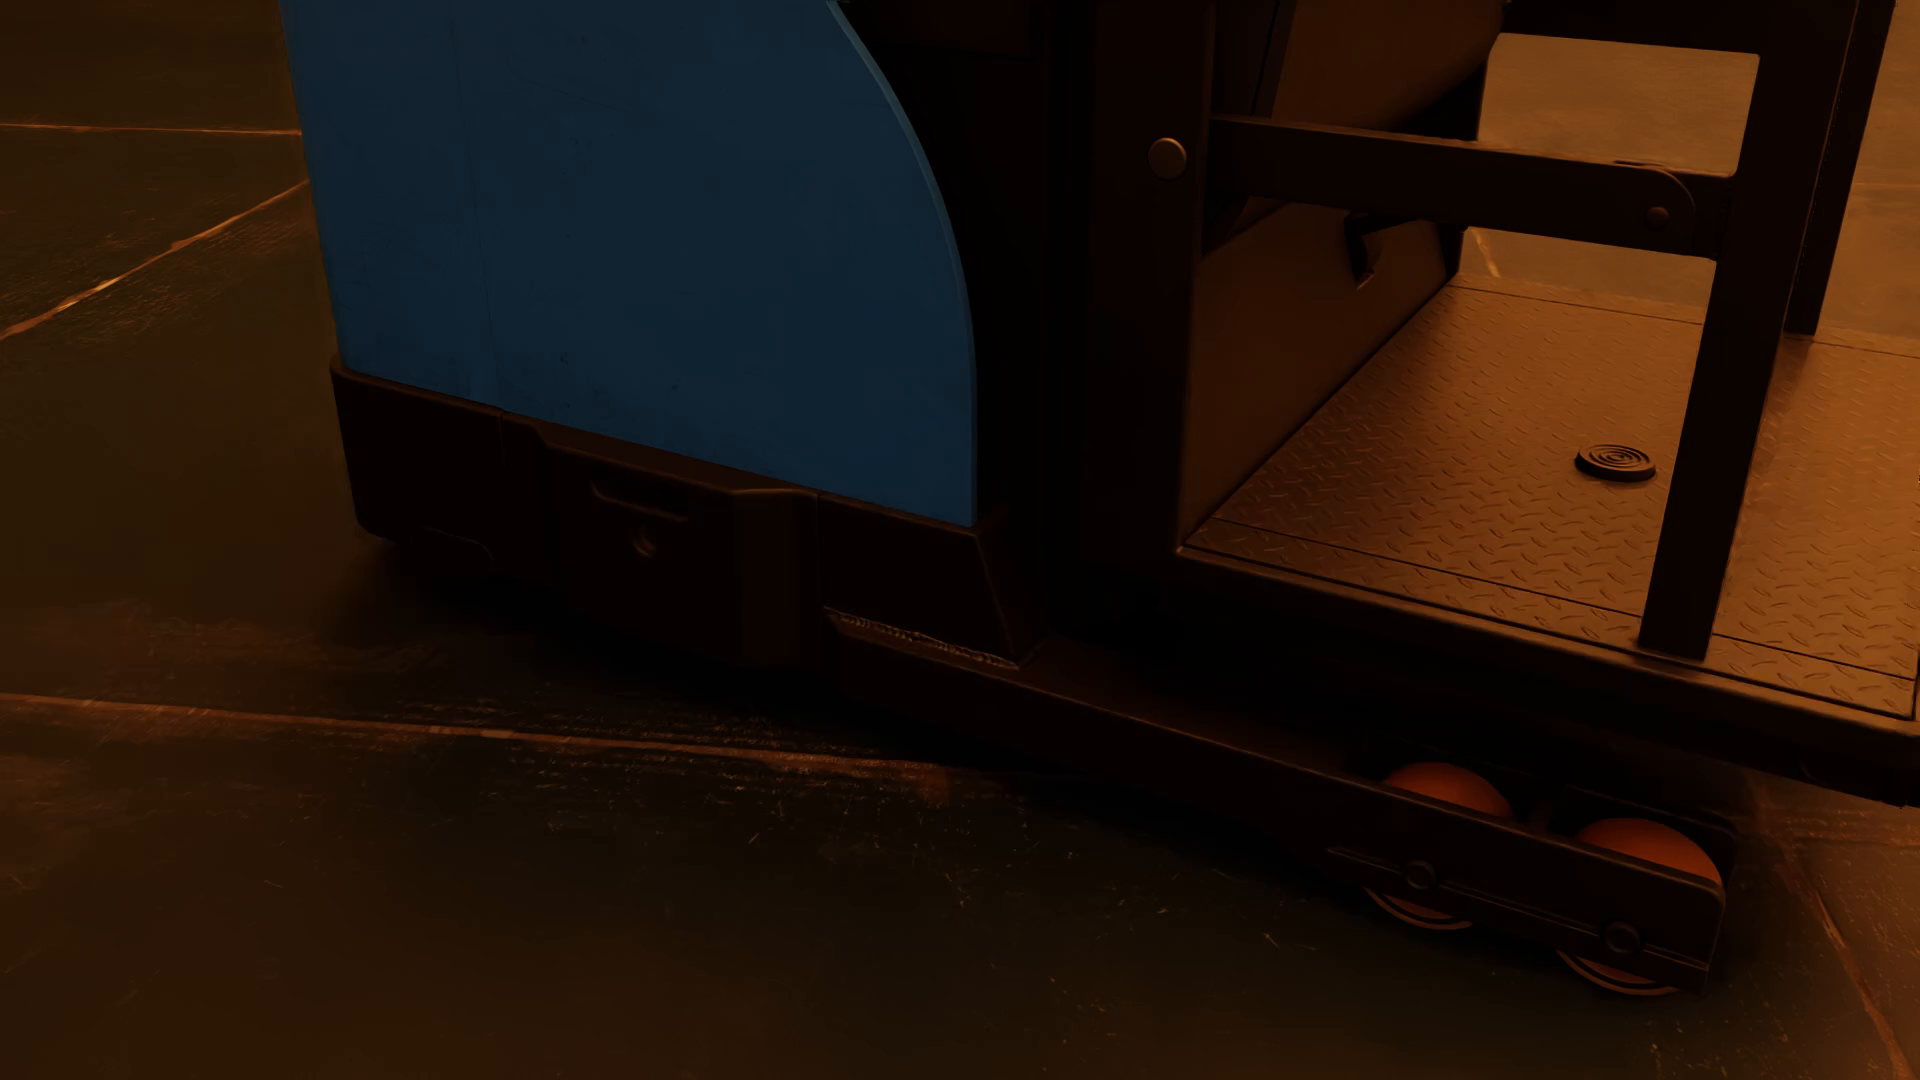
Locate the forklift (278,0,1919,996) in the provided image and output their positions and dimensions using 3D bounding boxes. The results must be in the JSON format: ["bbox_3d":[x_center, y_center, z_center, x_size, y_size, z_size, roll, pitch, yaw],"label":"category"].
[{"bbox_3d":[0.659,-1.142,1.507,3.031,2.935,1.130,14,30,26],"label":"forklift"}]
